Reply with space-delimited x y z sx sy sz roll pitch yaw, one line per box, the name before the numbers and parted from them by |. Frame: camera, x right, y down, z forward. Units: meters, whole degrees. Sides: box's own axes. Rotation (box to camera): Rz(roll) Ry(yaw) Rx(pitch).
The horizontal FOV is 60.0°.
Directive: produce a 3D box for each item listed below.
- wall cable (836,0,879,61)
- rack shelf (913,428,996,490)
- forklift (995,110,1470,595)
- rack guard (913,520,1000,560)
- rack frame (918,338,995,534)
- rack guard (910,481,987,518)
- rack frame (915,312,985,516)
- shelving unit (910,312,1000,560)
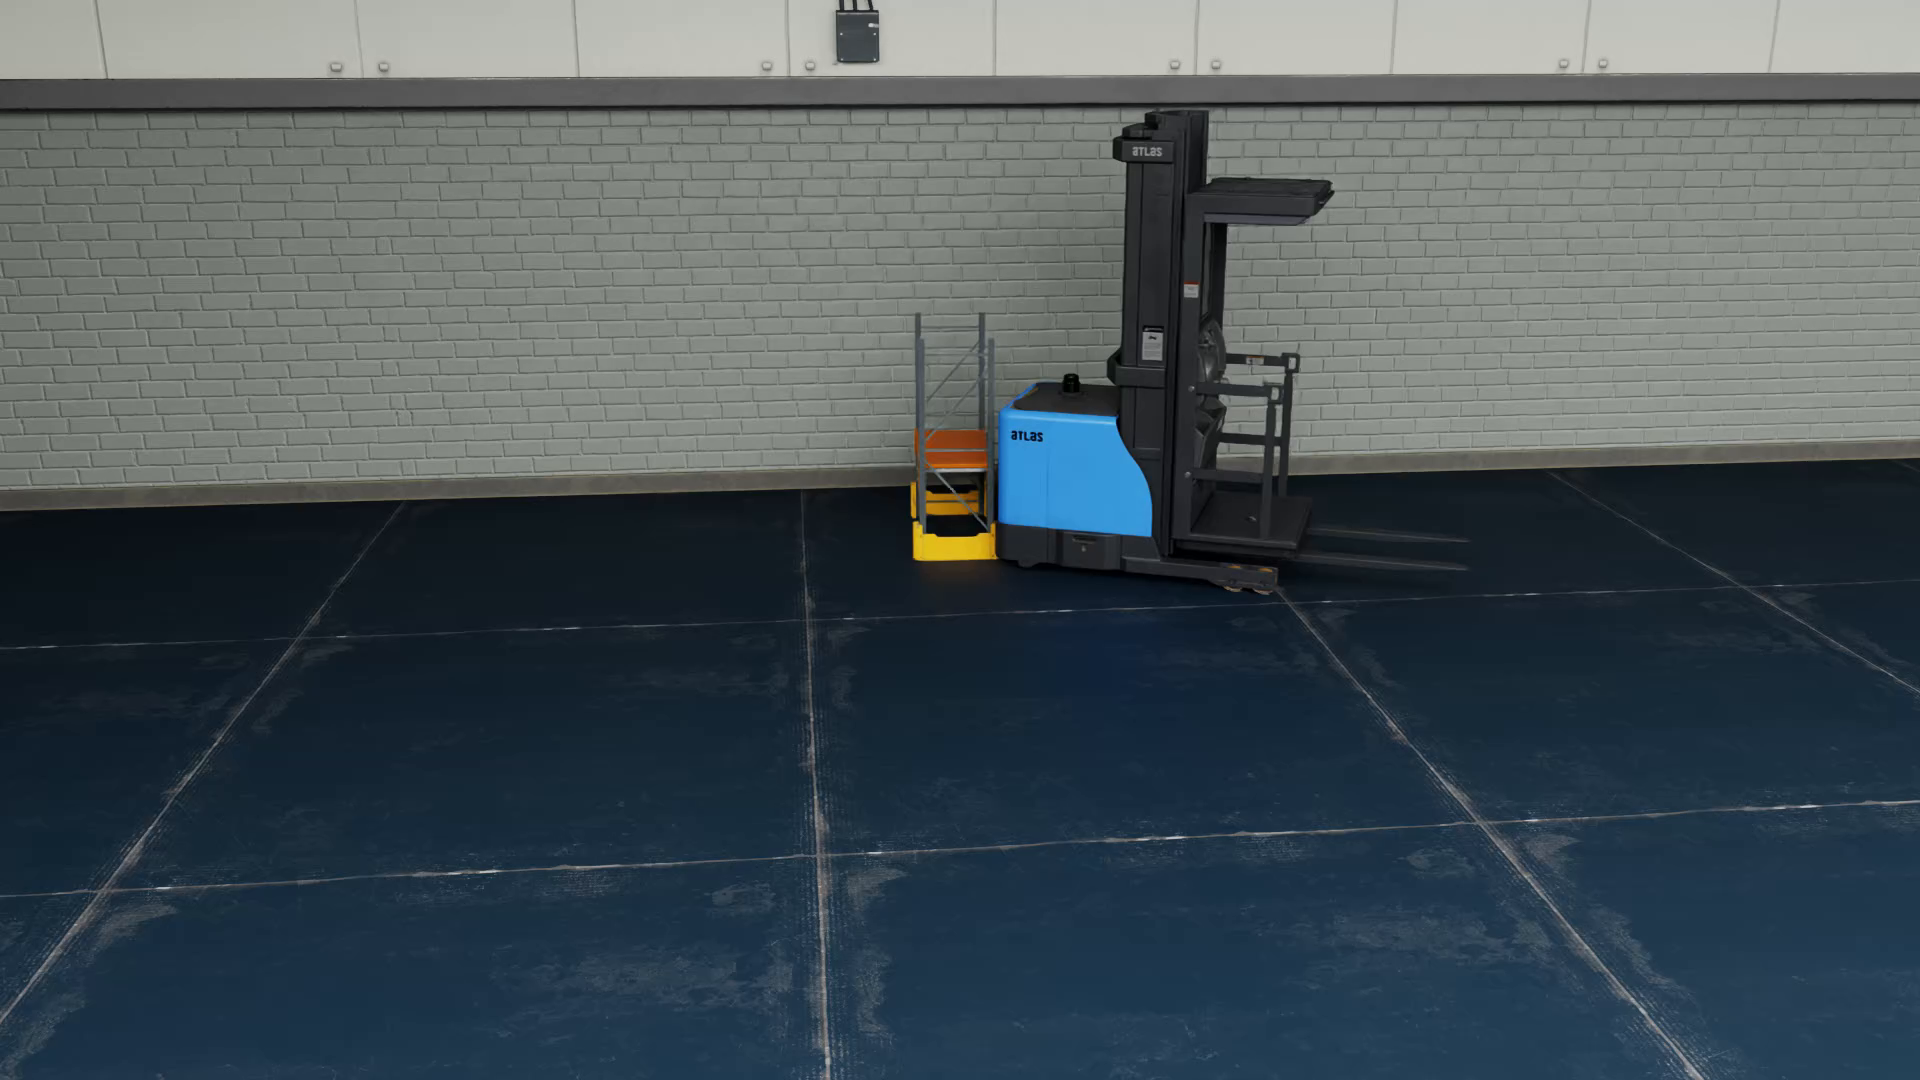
wall cable | 0.261 -6.347 11.194 2.305 6.003 0.169 -2 18 -6
rack shelf | -0.047 -0.575 11.606 0.538 0.185 1.000 -1 17 -2
forklift | 1.811 -1.229 10.698 3.031 2.935 1.130 5 18 16
rack guard | -0.024 0.001 11.256 0.587 0.250 0.087 -1 17 -2
rack frame | -0.024 -0.595 11.067 0.500 1.500 0.032 -1 17 -2
rack guard | -0.069 -0.297 12.205 0.587 0.250 0.087 -1 17 -2
rack frame | -0.070 -0.899 12.036 0.500 1.500 0.032 -1 17 -2
shelving unit | -0.047 -0.744 11.543 0.587 1.500 1.083 -1 17 -2
